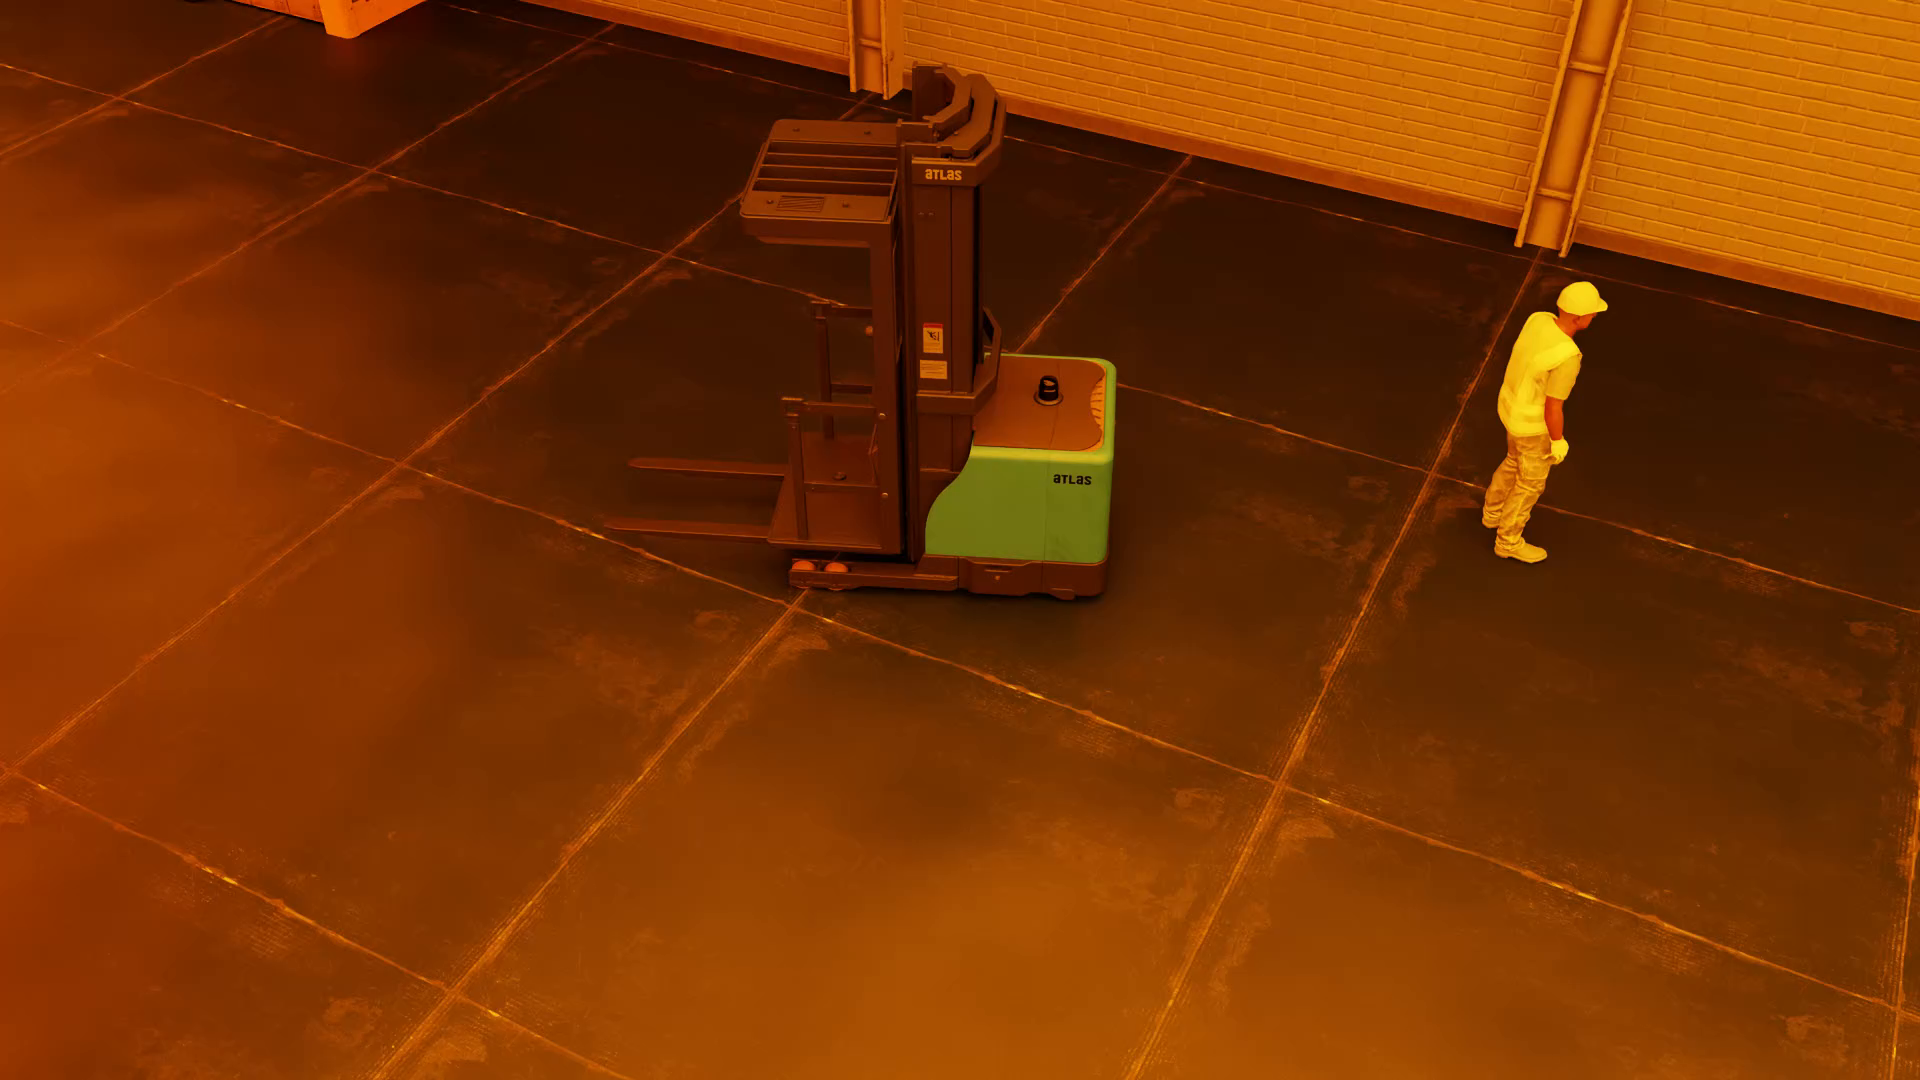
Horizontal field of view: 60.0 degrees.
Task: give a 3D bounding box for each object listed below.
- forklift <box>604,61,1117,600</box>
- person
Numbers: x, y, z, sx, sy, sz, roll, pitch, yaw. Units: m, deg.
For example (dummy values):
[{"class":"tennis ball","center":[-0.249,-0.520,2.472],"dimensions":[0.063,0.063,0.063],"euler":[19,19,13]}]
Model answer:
[{"class":"forklift","center":[-0.606,-1.157,9.360],"dimensions":[3.031,2.935,1.130],"euler":[3,40,4]},{"class":"person","center":[3.385,-0.719,9.740],"dimensions":[0.445,1.776,0.632],"euler":[-1,40,-1]}]
